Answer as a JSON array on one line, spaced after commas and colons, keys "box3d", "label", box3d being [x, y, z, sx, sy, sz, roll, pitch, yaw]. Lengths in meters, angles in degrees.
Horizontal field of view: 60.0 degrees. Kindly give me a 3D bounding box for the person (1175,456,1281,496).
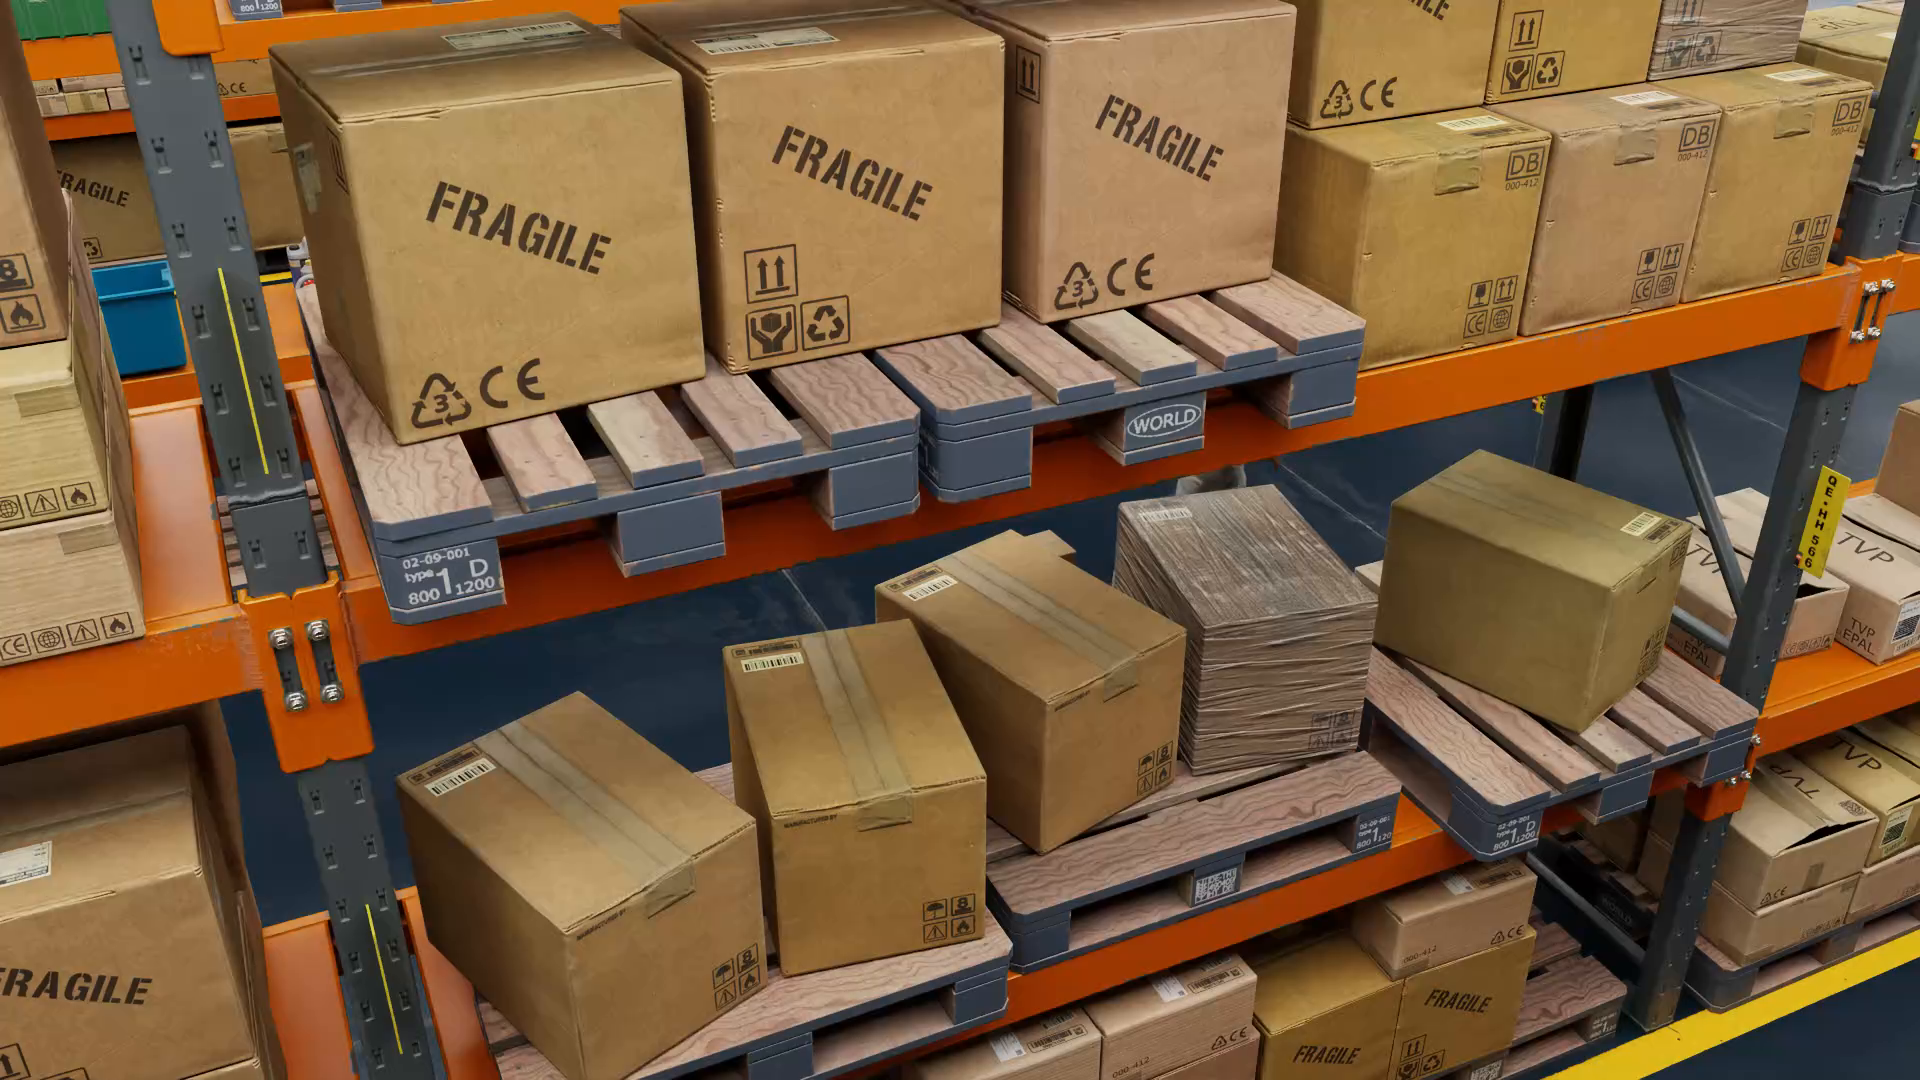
[{"box3d": [1.243, -0.490, 8.000, 1.075, 1.589, 0.513, -9, 31, -16], "label": "person"}]
